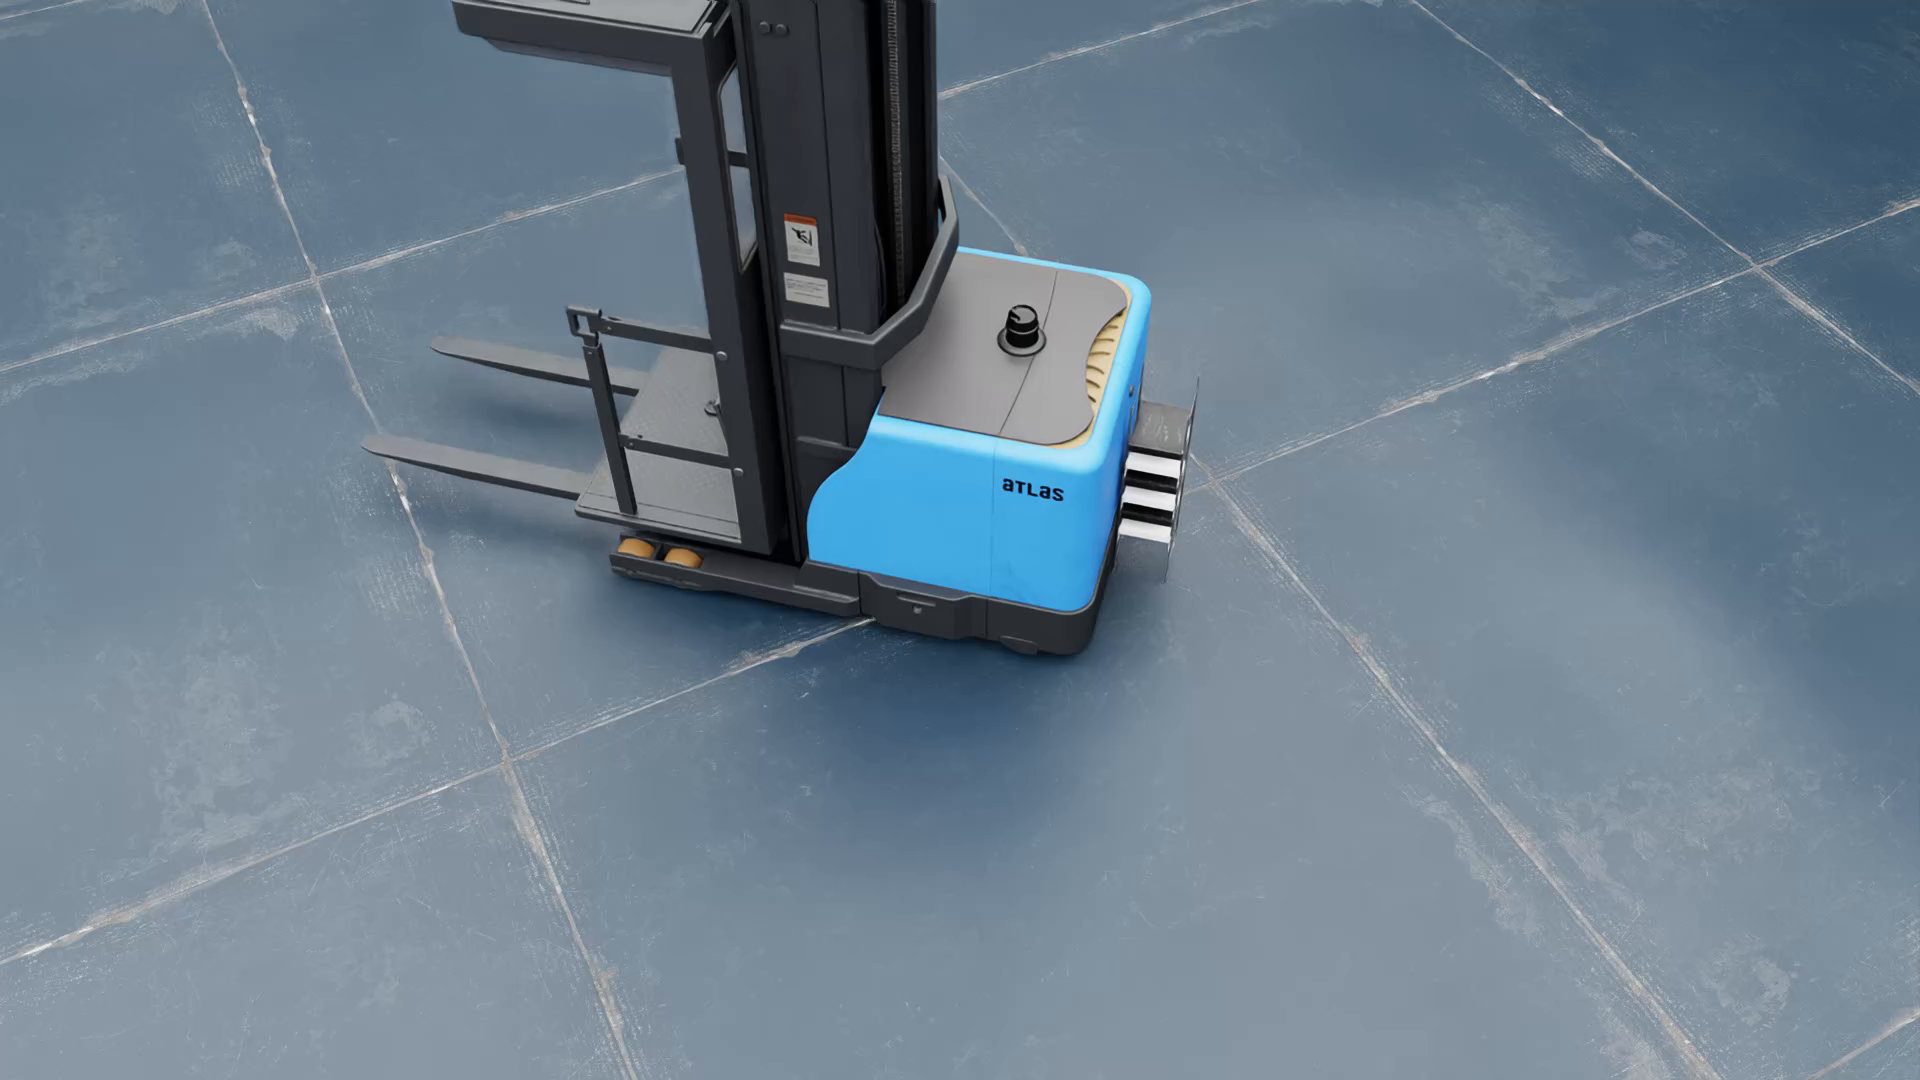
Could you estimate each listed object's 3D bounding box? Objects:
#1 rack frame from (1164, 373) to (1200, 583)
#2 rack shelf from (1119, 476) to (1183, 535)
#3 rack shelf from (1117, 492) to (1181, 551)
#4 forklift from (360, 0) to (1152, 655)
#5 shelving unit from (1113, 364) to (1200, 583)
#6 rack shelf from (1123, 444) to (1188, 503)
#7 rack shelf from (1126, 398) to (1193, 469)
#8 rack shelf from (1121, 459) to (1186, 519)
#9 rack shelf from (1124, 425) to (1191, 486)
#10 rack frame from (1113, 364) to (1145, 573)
[{"bbox_3d":[0.830,-0.214,6.232,0.006,0.900,0.240,11,50,10],"label":"rack frame"},{"bbox_3d":[0.732,-0.153,6.342,0.200,0.077,0.258,11,50,10],"label":"rack shelf"},{"bbox_3d":[0.732,-0.093,6.410,0.200,0.077,0.258,11,50,10],"label":"rack shelf"},{"bbox_3d":[-0.864,-1.147,5.699,3.031,2.935,1.130,11,50,10],"label":"forklift"},{"bbox_3d":[0.732,-0.234,6.249,0.210,0.900,0.258,11,50,10],"label":"shelving unit"},{"bbox_3d":[0.732,-0.271,6.207,0.200,0.077,0.258,11,50,10],"label":"rack shelf"},{"bbox_3d":[0.732,-0.390,6.071,0.200,0.077,0.258,11,50,10],"label":"rack shelf"},{"bbox_3d":[0.732,-0.212,6.274,0.200,0.077,0.258,11,50,10],"label":"rack shelf"},{"bbox_3d":[0.732,-0.330,6.139,0.200,0.077,0.258,11,50,10],"label":"rack shelf"},{"bbox_3d":[0.634,-0.253,6.266,0.006,0.900,0.240,11,50,10],"label":"rack frame"}]
